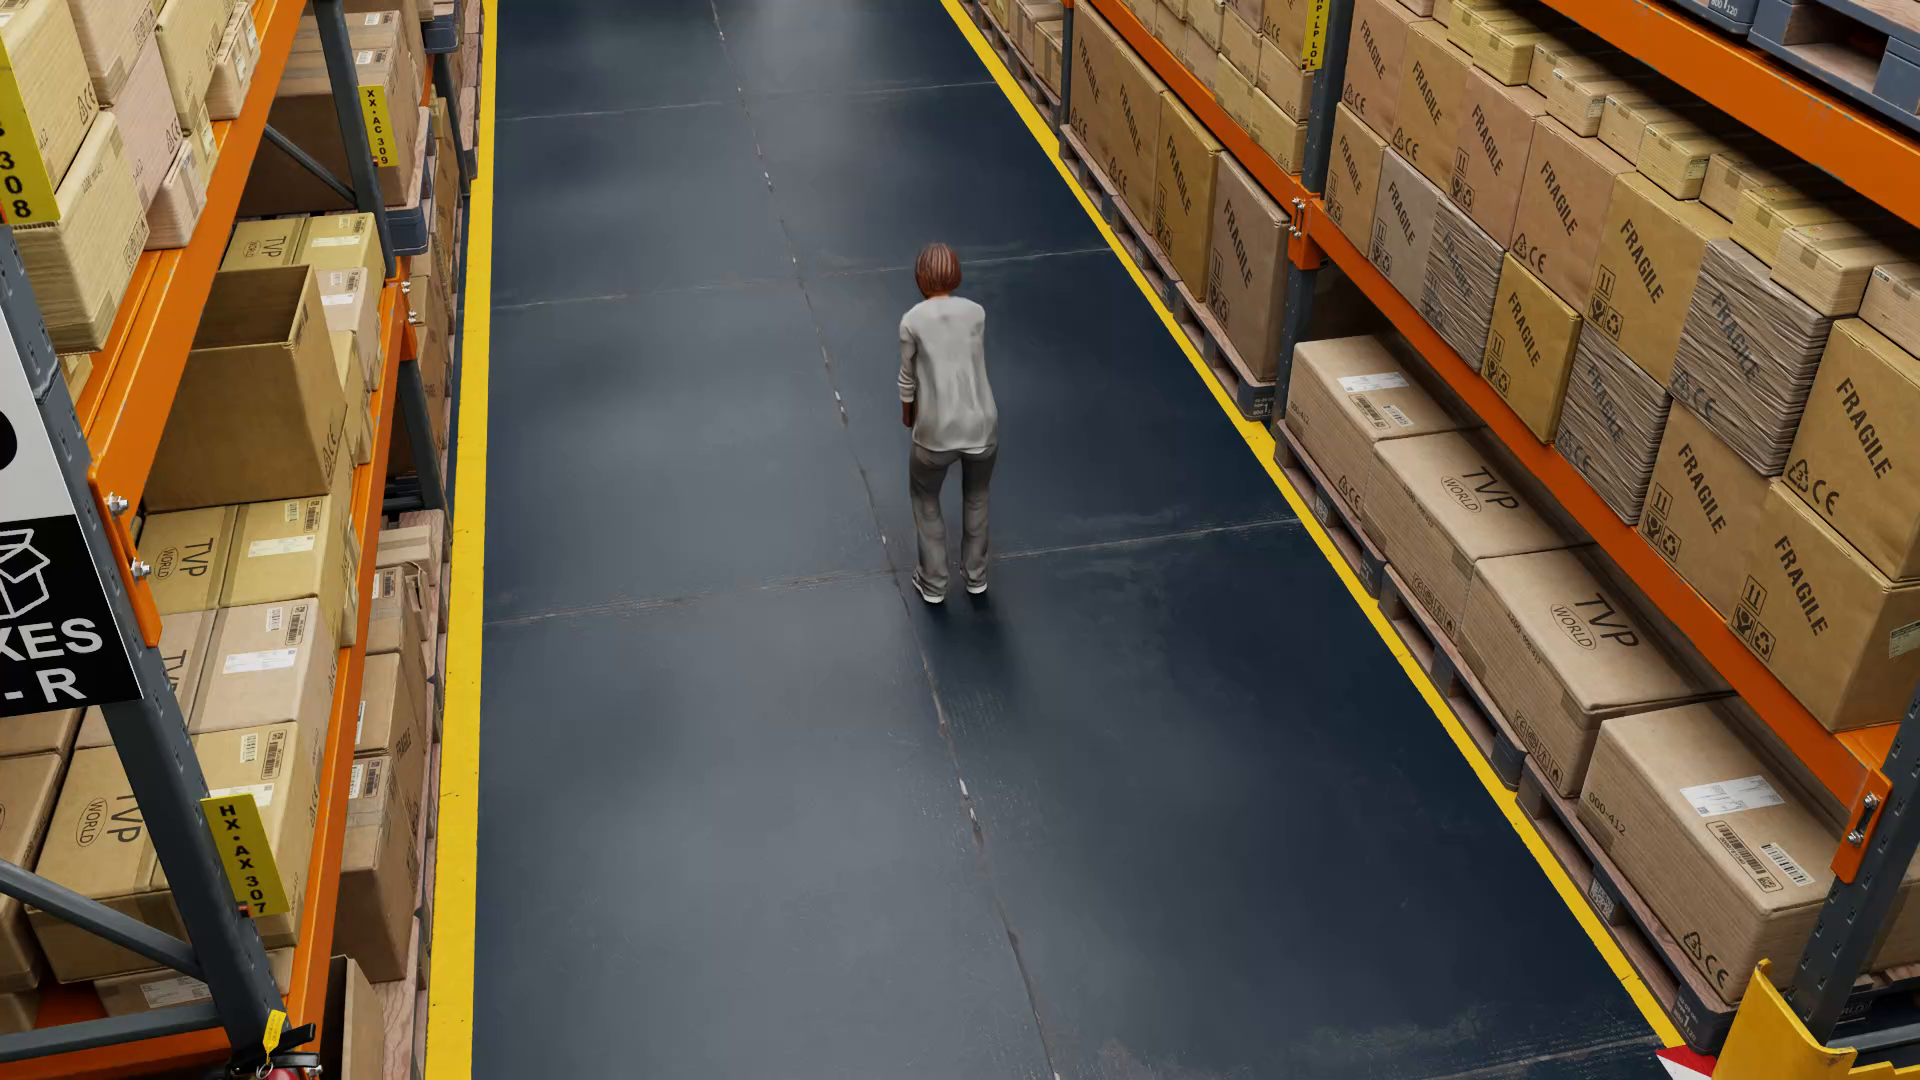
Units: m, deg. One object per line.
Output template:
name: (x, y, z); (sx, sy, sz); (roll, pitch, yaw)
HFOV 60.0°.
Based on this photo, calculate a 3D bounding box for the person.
person: (-0.048, -0.462, 6.871); (0.371, 1.542, 0.542); (-8, 36, -11)
